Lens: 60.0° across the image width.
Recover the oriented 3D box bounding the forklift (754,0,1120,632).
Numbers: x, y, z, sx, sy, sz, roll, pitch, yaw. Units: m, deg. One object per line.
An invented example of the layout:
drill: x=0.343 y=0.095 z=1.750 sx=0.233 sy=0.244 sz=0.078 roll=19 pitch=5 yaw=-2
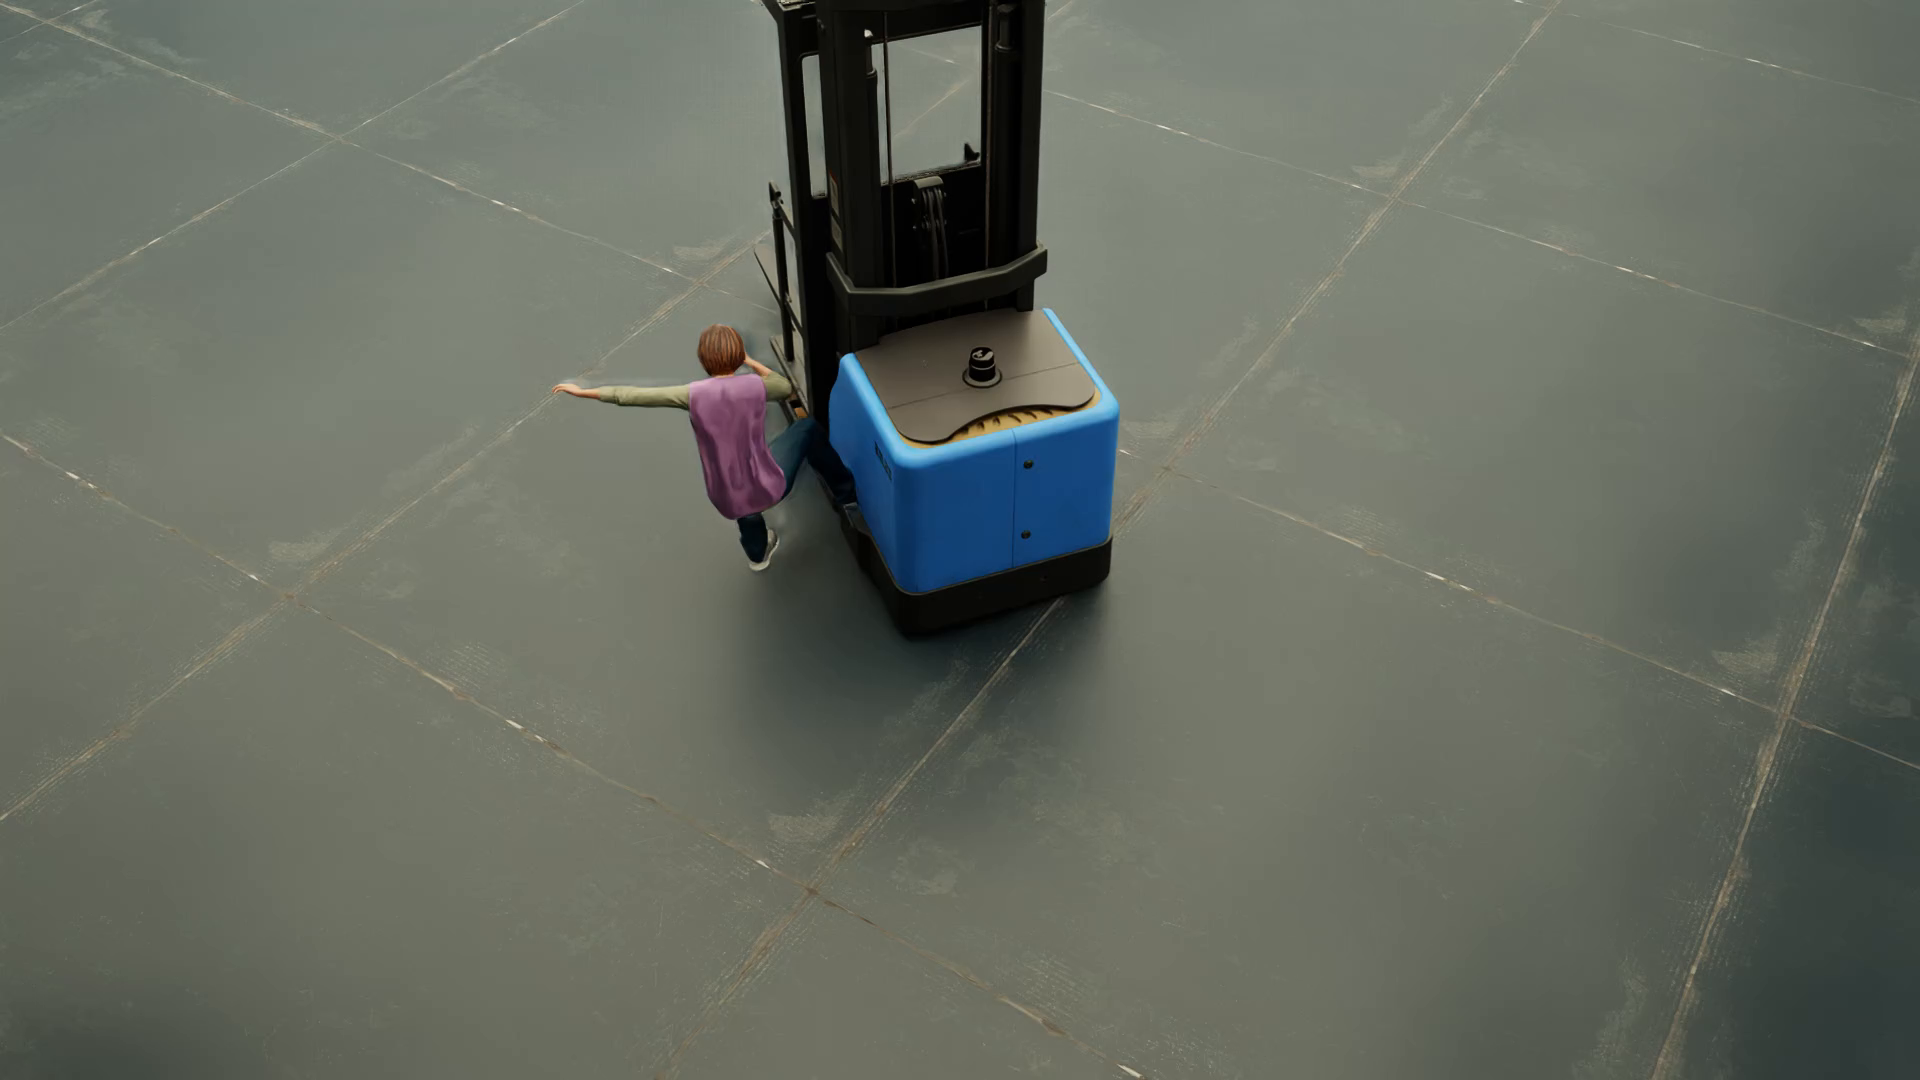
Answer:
forklift: x=-0.306 y=-1.678 z=7.618 sx=1.130 sy=2.935 sz=3.031 roll=-15 pitch=45 yaw=-15

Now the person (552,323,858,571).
person: x=-1.024 y=-0.413 z=7.382 sx=1.413 sy=1.269 sz=0.734 roll=-10 pitch=44 yaw=-11
